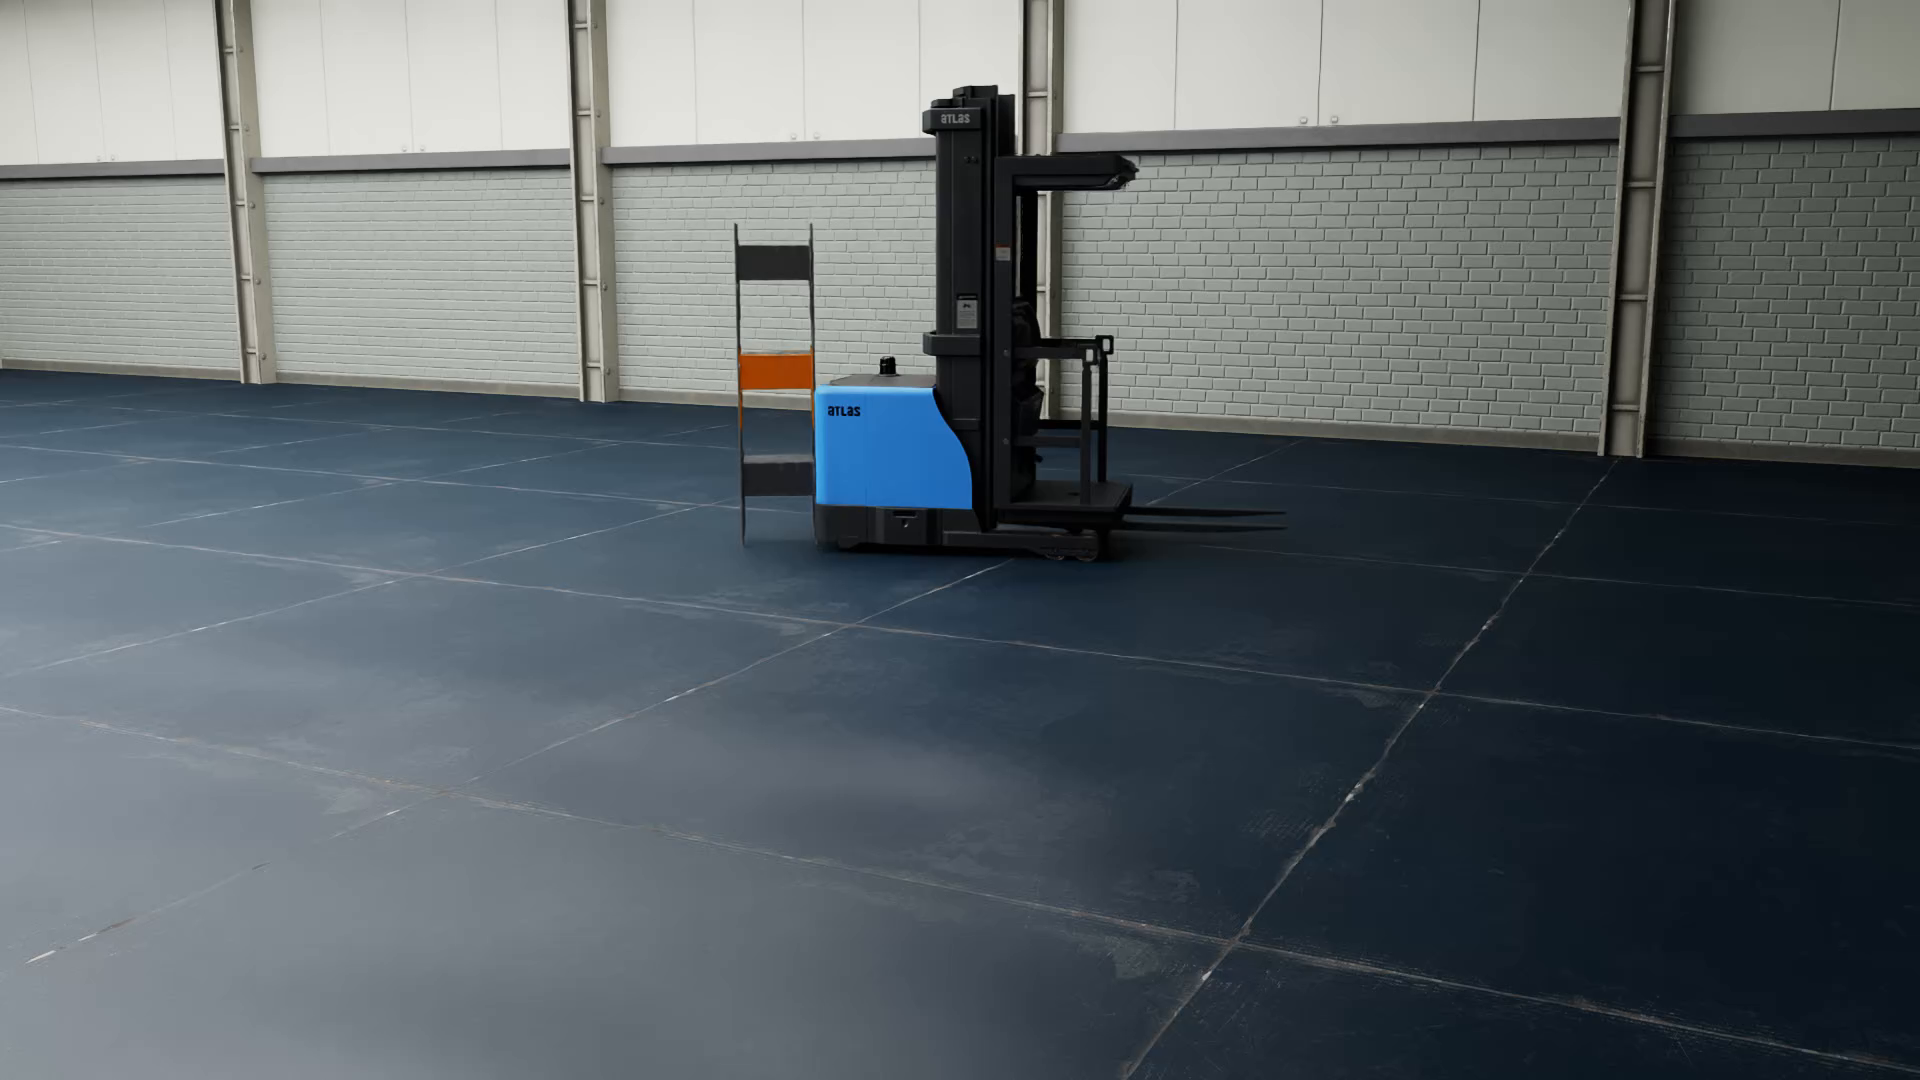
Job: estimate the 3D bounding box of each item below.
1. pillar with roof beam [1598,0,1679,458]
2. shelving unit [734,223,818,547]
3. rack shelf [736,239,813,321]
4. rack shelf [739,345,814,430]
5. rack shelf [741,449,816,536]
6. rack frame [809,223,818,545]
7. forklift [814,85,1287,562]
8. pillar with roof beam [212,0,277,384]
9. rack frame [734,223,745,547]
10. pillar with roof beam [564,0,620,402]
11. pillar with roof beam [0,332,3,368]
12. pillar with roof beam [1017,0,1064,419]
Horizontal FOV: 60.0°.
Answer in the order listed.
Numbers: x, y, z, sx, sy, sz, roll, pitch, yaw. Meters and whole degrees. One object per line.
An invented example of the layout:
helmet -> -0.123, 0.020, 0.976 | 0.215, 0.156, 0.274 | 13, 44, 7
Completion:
pillar with roof beam -> 4.334, -4.545, 11.077 | 0.400, 9.000, 9.100 | 5, 11, 26
shelving unit -> -1.213, -1.028, 11.004 | 0.503, 2.100, 0.431 | -1, 10, -6
rack shelf -> -1.214, -1.704, 10.886 | 0.480, 0.518, 0.431 | -1, 10, -6
rack shelf -> -1.213, -1.014, 11.006 | 0.480, 0.518, 0.431 | -1, 10, -6
rack shelf -> -1.213, -0.325, 11.127 | 0.480, 0.518, 0.431 | -1, 10, -6
rack frame -> -0.971, -1.032, 11.030 | 0.015, 2.100, 0.400 | -1, 10, -6
forklift -> 0.619, -1.407, 10.773 | 3.031, 2.935, 1.130 | 2, 10, 11
pillar with roof beam -> -11.809, -5.964, 18.914 | 0.400, 9.000, 9.100 | 5, 11, 26
rack frame -> -1.456, -1.023, 10.978 | 0.015, 2.100, 0.400 | -1, 10, -6
pillar with roof beam -> -6.428, -5.491, 16.301 | 0.400, 9.000, 9.100 | 5, 11, 26
pillar with roof beam -> -17.189, -6.437, 21.526 | 0.400, 9.000, 9.100 | 5, 11, 26
pillar with roof beam -> -1.047, -5.018, 13.689 | 0.400, 9.000, 9.100 | 5, 11, 26
